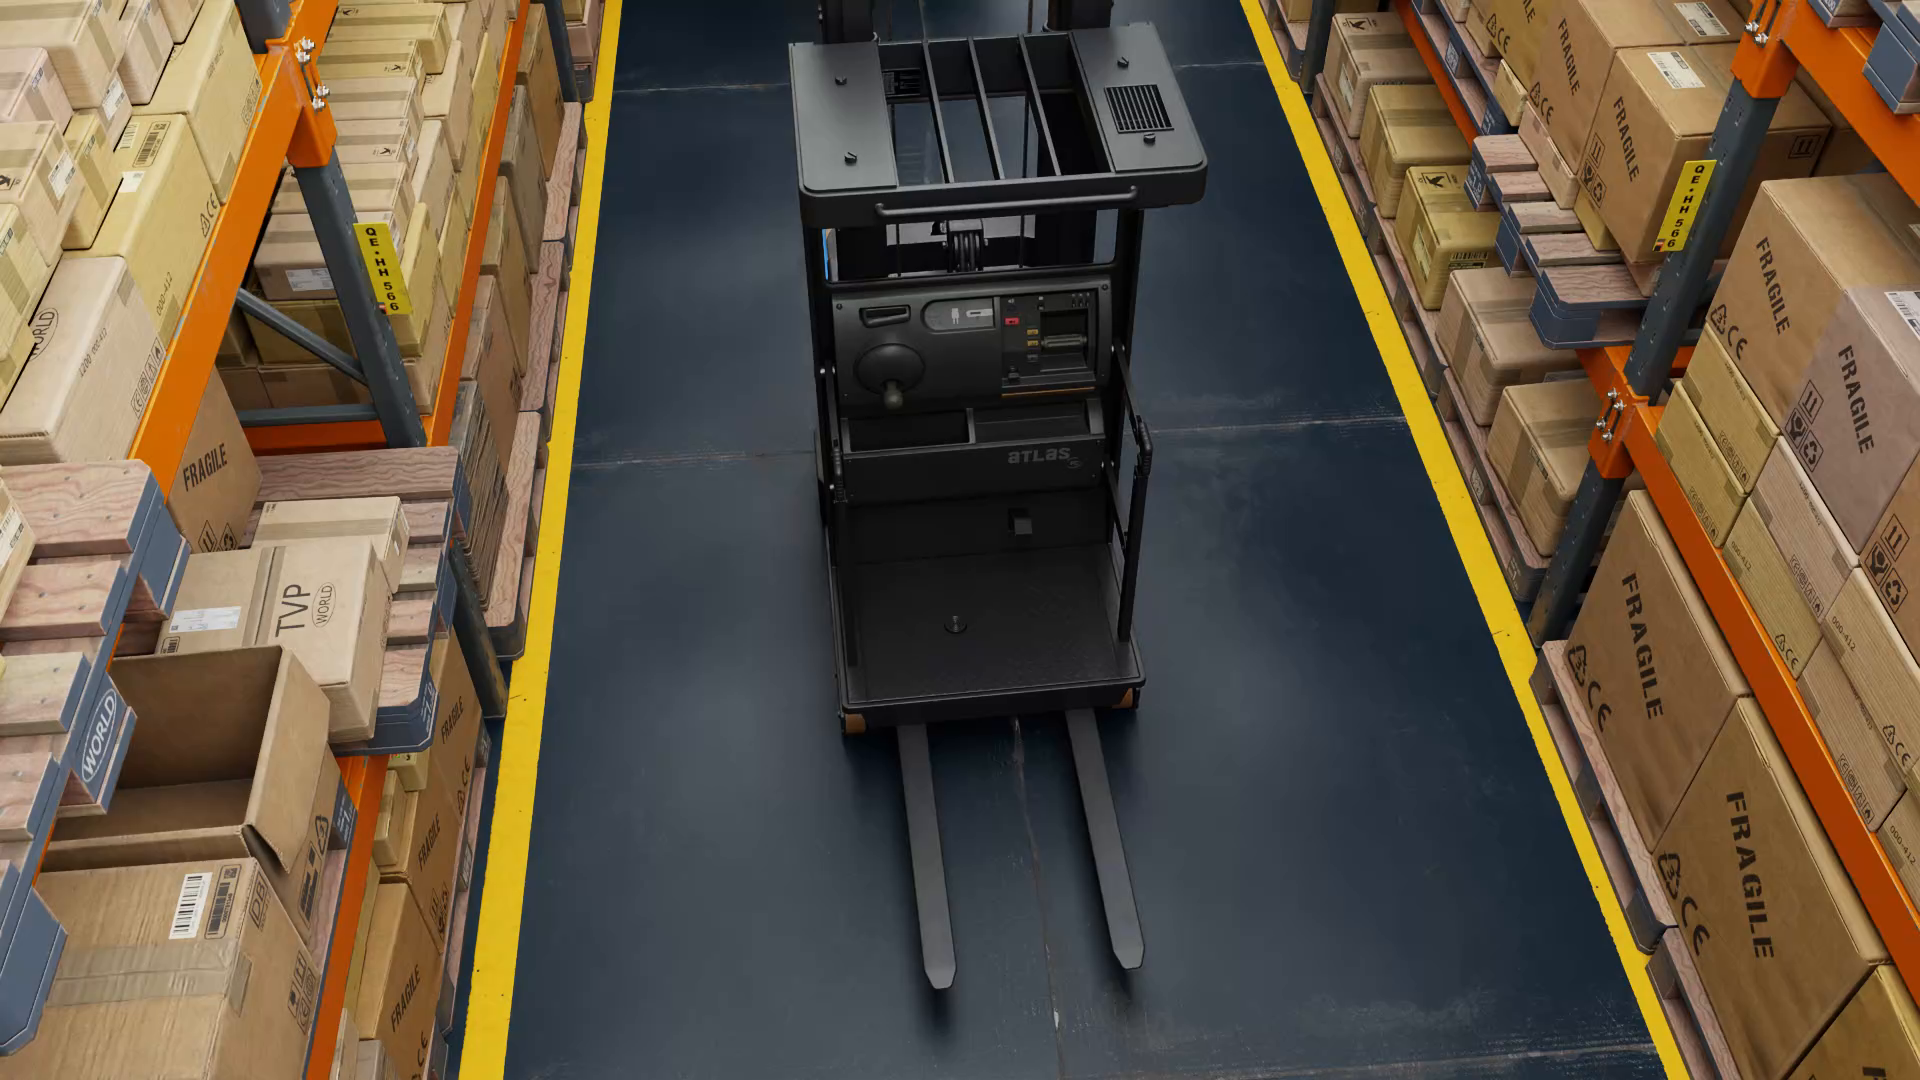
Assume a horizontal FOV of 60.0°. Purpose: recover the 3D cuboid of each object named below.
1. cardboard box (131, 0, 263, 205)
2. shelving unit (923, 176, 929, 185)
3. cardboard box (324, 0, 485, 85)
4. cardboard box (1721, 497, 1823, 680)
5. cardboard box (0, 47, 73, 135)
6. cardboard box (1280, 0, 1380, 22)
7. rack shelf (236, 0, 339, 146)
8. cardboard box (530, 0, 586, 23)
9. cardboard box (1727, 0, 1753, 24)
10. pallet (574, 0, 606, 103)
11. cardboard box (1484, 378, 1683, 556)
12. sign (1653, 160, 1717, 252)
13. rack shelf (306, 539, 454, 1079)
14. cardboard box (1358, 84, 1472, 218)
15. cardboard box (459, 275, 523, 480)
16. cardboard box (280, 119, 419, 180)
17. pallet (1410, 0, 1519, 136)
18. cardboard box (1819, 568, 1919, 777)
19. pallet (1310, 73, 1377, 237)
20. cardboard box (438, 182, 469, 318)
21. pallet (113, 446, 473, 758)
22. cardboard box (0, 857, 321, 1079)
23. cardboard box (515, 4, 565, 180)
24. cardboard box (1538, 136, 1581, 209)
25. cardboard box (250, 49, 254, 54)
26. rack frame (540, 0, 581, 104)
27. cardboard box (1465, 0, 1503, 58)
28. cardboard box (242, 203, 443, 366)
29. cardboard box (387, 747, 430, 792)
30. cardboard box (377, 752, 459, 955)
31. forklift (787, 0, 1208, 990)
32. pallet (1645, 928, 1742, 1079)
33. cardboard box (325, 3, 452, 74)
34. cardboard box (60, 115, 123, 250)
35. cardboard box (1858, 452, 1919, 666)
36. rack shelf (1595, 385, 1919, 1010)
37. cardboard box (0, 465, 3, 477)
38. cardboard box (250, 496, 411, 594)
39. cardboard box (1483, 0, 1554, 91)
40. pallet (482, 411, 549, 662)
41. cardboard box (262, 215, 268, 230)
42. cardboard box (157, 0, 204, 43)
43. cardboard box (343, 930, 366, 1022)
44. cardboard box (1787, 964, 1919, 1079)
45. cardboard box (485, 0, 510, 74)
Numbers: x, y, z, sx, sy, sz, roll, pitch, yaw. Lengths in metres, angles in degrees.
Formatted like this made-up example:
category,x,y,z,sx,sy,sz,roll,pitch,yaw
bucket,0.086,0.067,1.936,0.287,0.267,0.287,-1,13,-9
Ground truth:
category,x,y,z,sx,sy,sz,roll,pitch,yaw
cardboard box,-1.927,-0.996,3.801,0.500,0.250,0.500,-5,47,-5
shelving unit,-0.209,-1.319,8.003,0.258,0.189,1.200,-5,47,-5
cardboard box,-2.140,-1.939,6.416,0.500,0.250,0.500,-3,47,-3
cardboard box,2.585,0.114,4.815,0.500,0.250,0.500,-5,47,-4
cardboard box,-1.920,-0.788,3.125,0.380,0.149,0.250,-4,47,-4
cardboard box,2.082,-3.181,9.438,0.500,0.250,0.500,-2,47,-1
rack shelf,-2.379,-2.604,5.716,1.077,0.370,4.000,-3,47,-3
cardboard box,-2.280,-3.006,8.928,0.500,0.250,0.500,-4,47,-3
cardboard box,2.876,-1.674,5.843,0.500,0.500,0.500,-1,47,-1
pallet,-2.571,-2.886,9.474,1.003,0.211,1.213,-3,47,-3
cardboard box,2.697,-0.327,6.651,0.950,0.372,0.625,-6,47,-6
sign,2.194,-1.008,5.032,0.100,0.325,0.005,-3,47,-3
rack shelf,-2.044,1.322,4.064,1.077,0.370,4.000,-3,47,-3
cardboard box,2.509,-1.912,8.152,0.950,0.372,0.625,-1,47,-1
cardboard box,-2.313,-0.625,6.759,0.875,0.625,0.625,-2,47,-2
cardboard box,-2.016,-1.256,5.494,0.380,0.149,0.250,-2,47,-2
pallet,2.528,-2.041,6.885,1.003,0.211,1.213,-3,47,-3
cardboard box,2.602,0.320,4.277,0.500,0.250,0.500,-4,47,-3
pallet,2.466,-2.049,8.682,1.003,0.211,1.213,-3,47,-3
cardboard box,-2.043,-1.021,5.891,0.500,0.250,0.500,-4,47,-4
pallet,-2.085,0.180,4.783,1.213,0.211,1.003,-3,47,-3
cardboard box,-1.804,1.037,3.481,0.700,0.500,0.500,-4,47,-3
cardboard box,-2.492,-2.218,8.267,0.875,0.625,0.625,-2,47,-2
cardboard box,2.312,-1.327,5.961,0.380,0.149,0.250,-4,47,-4
cardboard box,-2.569,-1.594,5.814,0.380,0.149,0.250,-4,47,-4
rack frame,-2.547,-3.267,7.914,1.000,3.000,0.127,-3,47,-3
cardboard box,2.264,-2.074,6.669,0.380,0.149,0.250,-5,47,-5
cardboard box,-1.981,-0.830,5.366,0.500,0.250,0.500,-4,47,-3
cardboard box,-1.864,0.657,5.184,0.380,0.149,0.250,-6,47,-5
cardboard box,-1.931,0.998,5.308,0.500,0.500,0.500,-4,47,-4
forklift,0.072,-0.559,5.397,1.130,2.935,3.031,-5,47,-5
pallet,2.824,1.738,5.095,1.003,0.211,1.213,-3,47,-3
cardboard box,-2.063,-1.812,6.021,0.380,0.149,0.250,-3,47,-2
cardboard box,-1.879,-0.690,3.237,0.380,0.149,0.250,-3,47,-3
cardboard box,2.611,0.050,4.016,0.500,0.500,0.500,-2,47,-2
rack shelf,2.902,1.018,4.352,1.077,0.370,4.000,-3,47,-3
cardboard box,-1.652,-0.058,2.420,0.380,0.149,0.250,-3,47,-3
cardboard box,-1.774,0.021,4.684,0.380,0.149,0.250,-3,47,-3
cardboard box,2.321,-2.008,6.160,0.500,0.500,0.500,-6,47,-6
pallet,-2.242,-0.012,6.752,1.003,0.211,1.213,-3,47,-3
cardboard box,-2.571,-1.171,5.688,0.500,0.250,0.500,-3,47,-3
cardboard box,-1.942,-1.248,3.765,0.380,0.149,0.250,-3,47,-2
cardboard box,-1.888,1.225,4.646,0.380,0.149,0.250,-4,47,-4
cardboard box,2.854,1.707,4.378,0.875,0.875,0.875,-2,47,-2
cardboard box,-2.185,-2.142,6.952,0.500,0.250,0.500,-3,47,-3
